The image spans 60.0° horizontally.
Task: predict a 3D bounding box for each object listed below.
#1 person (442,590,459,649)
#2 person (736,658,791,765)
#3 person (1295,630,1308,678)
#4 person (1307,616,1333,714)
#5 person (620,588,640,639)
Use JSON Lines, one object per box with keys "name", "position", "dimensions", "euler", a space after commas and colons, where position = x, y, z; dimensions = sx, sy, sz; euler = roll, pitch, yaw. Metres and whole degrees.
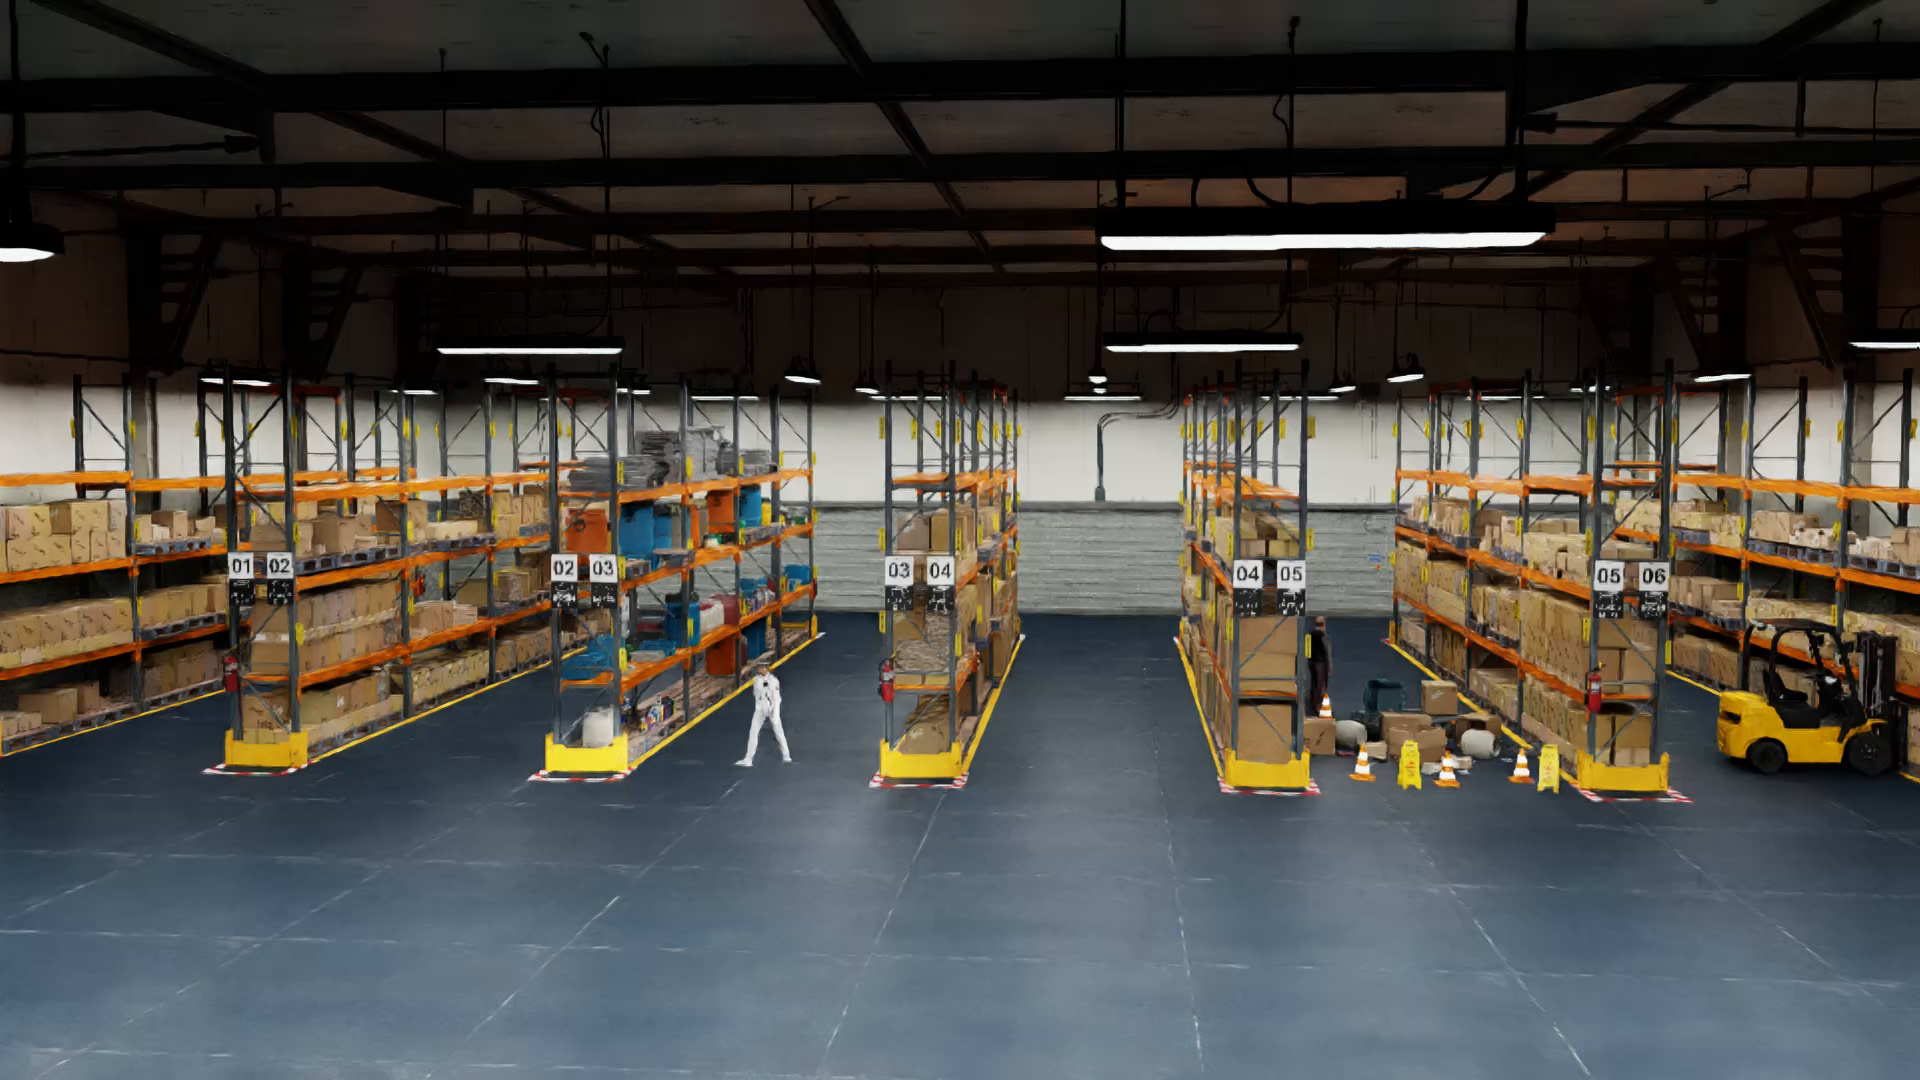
{"name": "person", "position": [-11.255, 1.826, 36.564], "dimensions": [0.417, 1.517, 1.037], "euler": [0, 4, 8]}
{"name": "person", "position": [-2.904, 2.548, 24.895], "dimensions": [0.526, 1.622, 0.925], "euler": [2, 4, 29]}
{"name": "person", "position": [6.817, 1.886, 33.632], "dimensions": [0.504, 1.784, 0.640], "euler": [-2, 4, -26]}
{"name": "person", "position": [6.400, 2.239, 29.401], "dimensions": [0.450, 1.635, 0.584], "euler": [-2, 4, -26]}
{"name": "person", "position": [-7.306, 1.760, 36.835], "dimensions": [0.461, 1.626, 0.999], "euler": [0, 4, 4]}
